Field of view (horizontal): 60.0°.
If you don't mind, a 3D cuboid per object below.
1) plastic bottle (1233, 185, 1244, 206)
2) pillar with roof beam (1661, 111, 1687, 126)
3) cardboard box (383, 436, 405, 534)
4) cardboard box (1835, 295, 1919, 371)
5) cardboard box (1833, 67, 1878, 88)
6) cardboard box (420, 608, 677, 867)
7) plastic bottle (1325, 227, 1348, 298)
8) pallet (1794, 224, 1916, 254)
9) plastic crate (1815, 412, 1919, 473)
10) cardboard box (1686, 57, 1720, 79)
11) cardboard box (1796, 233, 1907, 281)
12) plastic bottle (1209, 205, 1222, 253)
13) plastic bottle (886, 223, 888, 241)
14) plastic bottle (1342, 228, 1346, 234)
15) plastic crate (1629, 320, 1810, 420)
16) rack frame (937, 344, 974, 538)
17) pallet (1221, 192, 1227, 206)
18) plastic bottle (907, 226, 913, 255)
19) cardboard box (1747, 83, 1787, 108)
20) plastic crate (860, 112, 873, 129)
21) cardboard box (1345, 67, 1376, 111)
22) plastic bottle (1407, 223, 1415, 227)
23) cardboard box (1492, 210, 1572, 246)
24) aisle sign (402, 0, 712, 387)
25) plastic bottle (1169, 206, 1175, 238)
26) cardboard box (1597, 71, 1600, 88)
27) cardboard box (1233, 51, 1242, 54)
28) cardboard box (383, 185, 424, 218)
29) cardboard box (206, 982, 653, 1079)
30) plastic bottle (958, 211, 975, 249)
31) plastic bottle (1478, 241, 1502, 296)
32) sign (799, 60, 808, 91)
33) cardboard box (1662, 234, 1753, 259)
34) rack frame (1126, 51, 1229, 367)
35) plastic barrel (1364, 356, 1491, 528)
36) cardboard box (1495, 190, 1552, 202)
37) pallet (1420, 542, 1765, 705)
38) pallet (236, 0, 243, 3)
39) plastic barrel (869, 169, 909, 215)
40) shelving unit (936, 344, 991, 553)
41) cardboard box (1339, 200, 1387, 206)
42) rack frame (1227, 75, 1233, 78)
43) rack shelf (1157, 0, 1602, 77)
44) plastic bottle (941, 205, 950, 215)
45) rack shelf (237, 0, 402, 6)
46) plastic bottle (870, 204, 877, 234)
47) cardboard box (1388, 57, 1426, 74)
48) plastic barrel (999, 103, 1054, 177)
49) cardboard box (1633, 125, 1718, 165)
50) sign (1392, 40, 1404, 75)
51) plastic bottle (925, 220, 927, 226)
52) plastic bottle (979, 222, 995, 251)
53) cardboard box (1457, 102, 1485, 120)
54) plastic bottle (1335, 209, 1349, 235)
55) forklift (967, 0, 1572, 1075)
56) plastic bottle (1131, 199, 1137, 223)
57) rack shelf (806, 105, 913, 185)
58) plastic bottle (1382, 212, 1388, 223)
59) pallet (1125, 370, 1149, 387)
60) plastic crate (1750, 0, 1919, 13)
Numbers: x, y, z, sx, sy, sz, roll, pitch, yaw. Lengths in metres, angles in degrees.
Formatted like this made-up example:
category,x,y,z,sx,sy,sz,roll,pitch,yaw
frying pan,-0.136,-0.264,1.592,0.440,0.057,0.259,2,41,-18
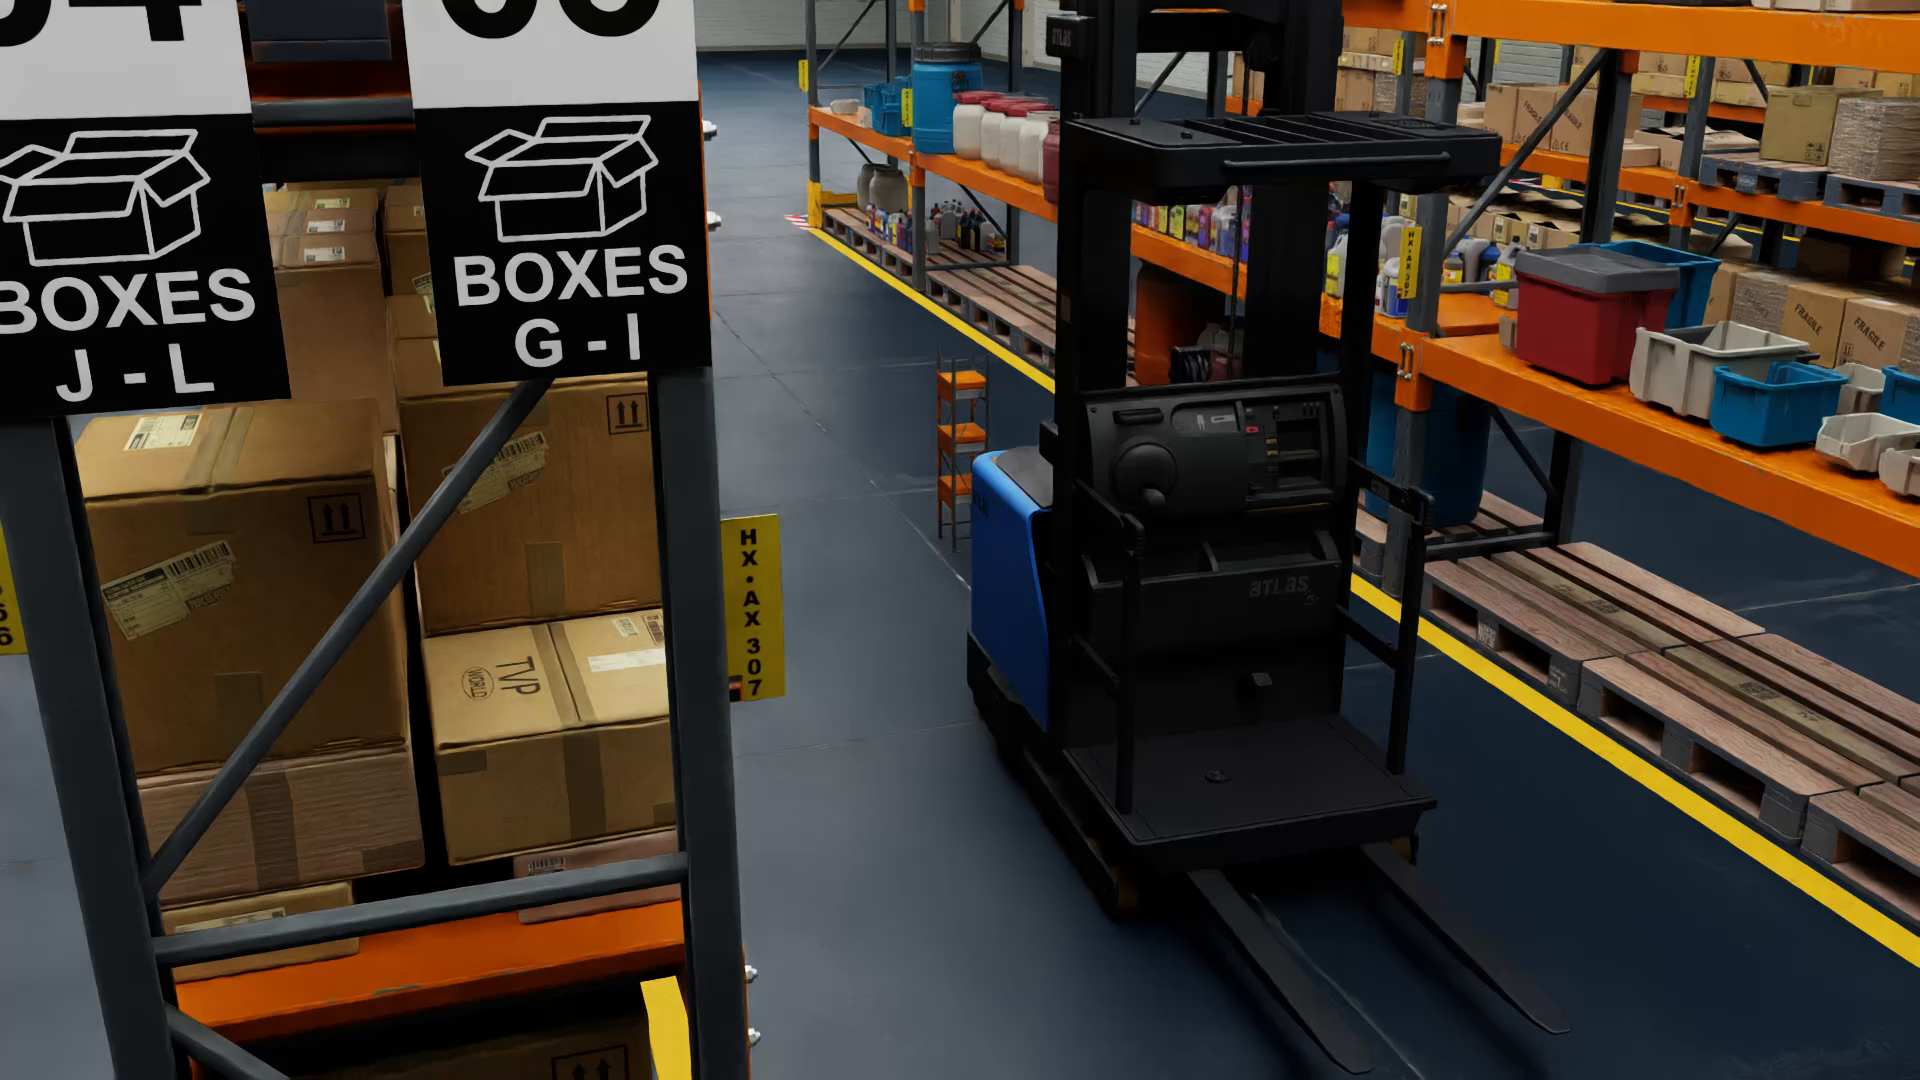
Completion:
category,x,y,z,sx,sy,sz,roll,pitch,yaw
plastic bottle,1.866,-2.259,11.062,0.097,0.201,0.097,0,20,0
pillar with roof beam,5.160,-8.329,18.793,9.100,9.000,0.400,-6,21,-17
cardboard box,-1.763,-0.072,4.461,0.500,0.250,0.500,-6,21,-17
cardboard box,6.382,-1.359,11.311,0.500,0.500,0.500,-7,21,-19
cardboard box,9.590,-4.899,17.321,0.700,0.500,0.500,-6,21,-17
cardboard box,-0.767,0.365,3.244,0.500,0.250,0.500,-7,21,-19
plastic bottle,1.973,-1.429,8.531,0.144,0.351,0.185,-6,21,-17
pallet,9.709,-3.250,17.653,1.003,0.211,1.213,-6,21,-17
plastic crate,3.103,-0.330,5.698,0.298,0.136,0.250,-6,21,-17
cardboard box,8.710,-5.545,19.000,0.500,0.500,0.500,-7,21,-19
cardboard box,6.557,-2.092,12.240,0.500,0.250,0.500,-6,20,-15
plastic bottle,1.518,-1.831,9.768,0.097,0.271,0.097,0,20,0
plastic bottle,-0.690,-3.078,16.539,0.097,0.201,0.097,0,20,0
plastic bottle,2.051,-1.504,8.739,0.144,0.351,0.185,-6,21,-17
plastic crate,2.877,-0.655,6.390,0.437,0.282,0.530,-6,21,-17
rack frame,-0.022,-0.516,8.800,0.200,1.050,0.008,-6,21,-17
pallet,3.784,-4.015,19.782,1.003,0.211,1.213,-6,21,-17
plastic bottle,-0.418,-2.896,15.810,0.144,0.351,0.185,-7,21,-19
cardboard box,9.026,-4.871,18.232,0.500,0.250,0.500,-6,21,-17
plastic crate,-0.693,-4.130,16.366,0.530,0.136,0.437,-6,21,-17
cardboard box,4.444,-4.642,17.255,0.700,0.500,0.500,-7,21,-18
plastic bottle,2.497,-1.620,9.173,0.152,0.276,0.135,-6,21,-17
cardboard box,5.139,-2.800,14.891,0.500,0.311,0.500,-6,21,-16
aisle sign,-0.565,-0.615,2.345,0.394,0.787,0.004,-6,21,-17
plastic bottle,1.342,-1.978,10.279,0.097,0.201,0.097,0,20,0
cardboard box,8.234,-5.679,20.483,0.500,0.250,0.500,-7,21,-19
cardboard box,3.423,-5.772,19.441,0.380,0.149,0.250,-7,21,-18
cardboard box,-1.731,-0.969,5.850,0.500,0.500,0.500,-6,21,-16
cardboard box,-1.150,1.223,3.596,0.875,0.875,0.875,-6,21,-17
plastic bottle,0.061,-3.008,16.121,0.144,0.351,0.185,-6,21,-17
plastic bottle,2.736,-1.404,8.578,0.097,0.271,0.097,0,20,0
sign,-1.723,-5.116,18.314,0.100,0.325,0.005,-6,21,-17
cardboard box,6.133,-2.368,13.688,0.500,0.311,0.500,-6,21,-15
rack frame,1.315,-2.476,11.372,1.000,3.000,0.127,-6,21,-17
plastic barrel,2.417,-0.579,8.573,0.600,0.901,0.708,-6,21,-17
cardboard box,5.330,-3.186,15.967,0.500,0.311,0.500,-6,21,-16
pallet,2.840,0.352,7.625,1.003,0.211,1.213,-6,21,-17
pallet,-1.882,-1.772,5.107,1.003,0.211,1.213,-6,21,-17
plastic barrel,-0.762,-3.706,17.856,0.421,0.512,0.421,0,20,0
shelving unit,0.017,-0.477,8.691,0.215,1.050,0.252,-6,21,-17
cardboard box,4.260,-3.475,17.601,0.500,0.250,0.500,-6,21,-17
rack frame,3.504,-5.568,19.982,1.000,3.000,0.127,-6,21,-17
rack shelf,1.944,-2.907,9.200,1.077,0.370,4.000,-6,21,-17
plastic bottle,-0.109,-3.297,17.037,0.152,0.276,0.135,-7,21,-19
rack shelf,-2.758,-2.381,7.735,1.077,0.370,4.000,-6,21,-17
plastic bottle,-0.872,-3.282,16.985,0.061,0.283,0.133,-6,21,-16
cardboard box,4.472,-4.701,16.461,0.380,0.149,0.250,-6,21,-17
plastic barrel,0.517,-3.119,12.961,0.433,0.535,0.433,0,20,0
cardboard box,5.921,-3.267,13.706,0.500,0.311,0.500,-7,21,-18
sign,4.235,-4.670,16.083,0.100,0.325,0.005,-6,21,-17
plastic bottle,-0.346,-2.946,16.060,0.152,0.276,0.135,-6,21,-17
plastic bottle,0.246,-2.934,16.027,0.152,0.276,0.135,-6,21,-15
cardboard box,4.958,-4.061,16.006,0.500,0.250,0.500,-5,20,-14
plastic bottle,2.216,-1.780,9.624,0.097,0.271,0.097,0,20,0
forklift,0.930,-0.293,5.396,1.130,2.935,3.031,-6,21,-15
plastic bottle,1.155,-2.202,10.800,0.097,0.271,0.097,0,20,0
rack shelf,-0.571,-4.063,16.855,1.077,0.370,4.000,-6,21,-17
plastic bottle,2.414,-1.732,9.493,0.097,0.271,0.097,0,20,0
pallet,1.602,-0.915,11.152,1.003,0.211,1.213,-6,21,-17
plastic crate,2.945,-1.833,5.535,0.437,0.136,0.530,-6,21,-17
